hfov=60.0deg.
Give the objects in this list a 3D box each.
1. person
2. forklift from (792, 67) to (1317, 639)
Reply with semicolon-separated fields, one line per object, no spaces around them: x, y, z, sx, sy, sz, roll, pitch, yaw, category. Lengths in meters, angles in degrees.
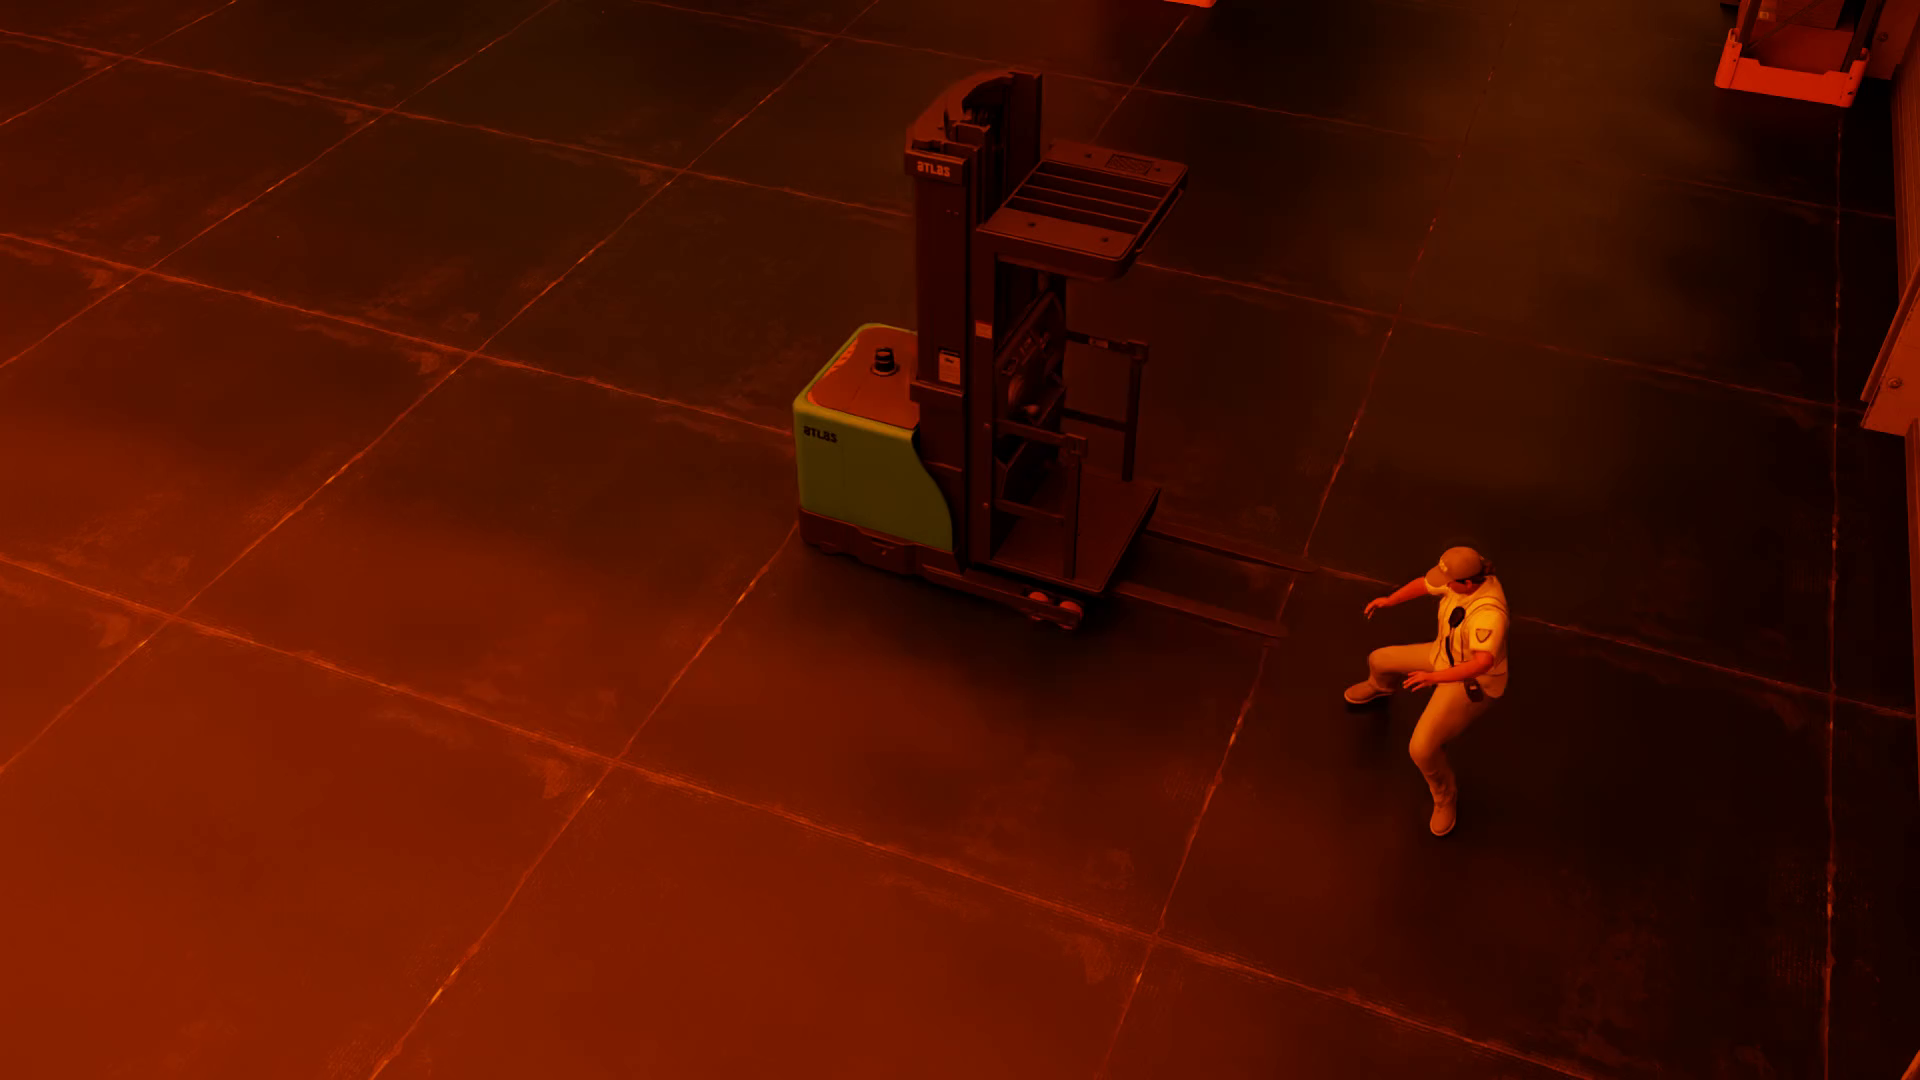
2.395;0.627;8.415;0.712;1.426;1.081;0;40;0;person
0.577;-0.994;9.194;3.031;2.935;1.130;16;42;18;forklift
